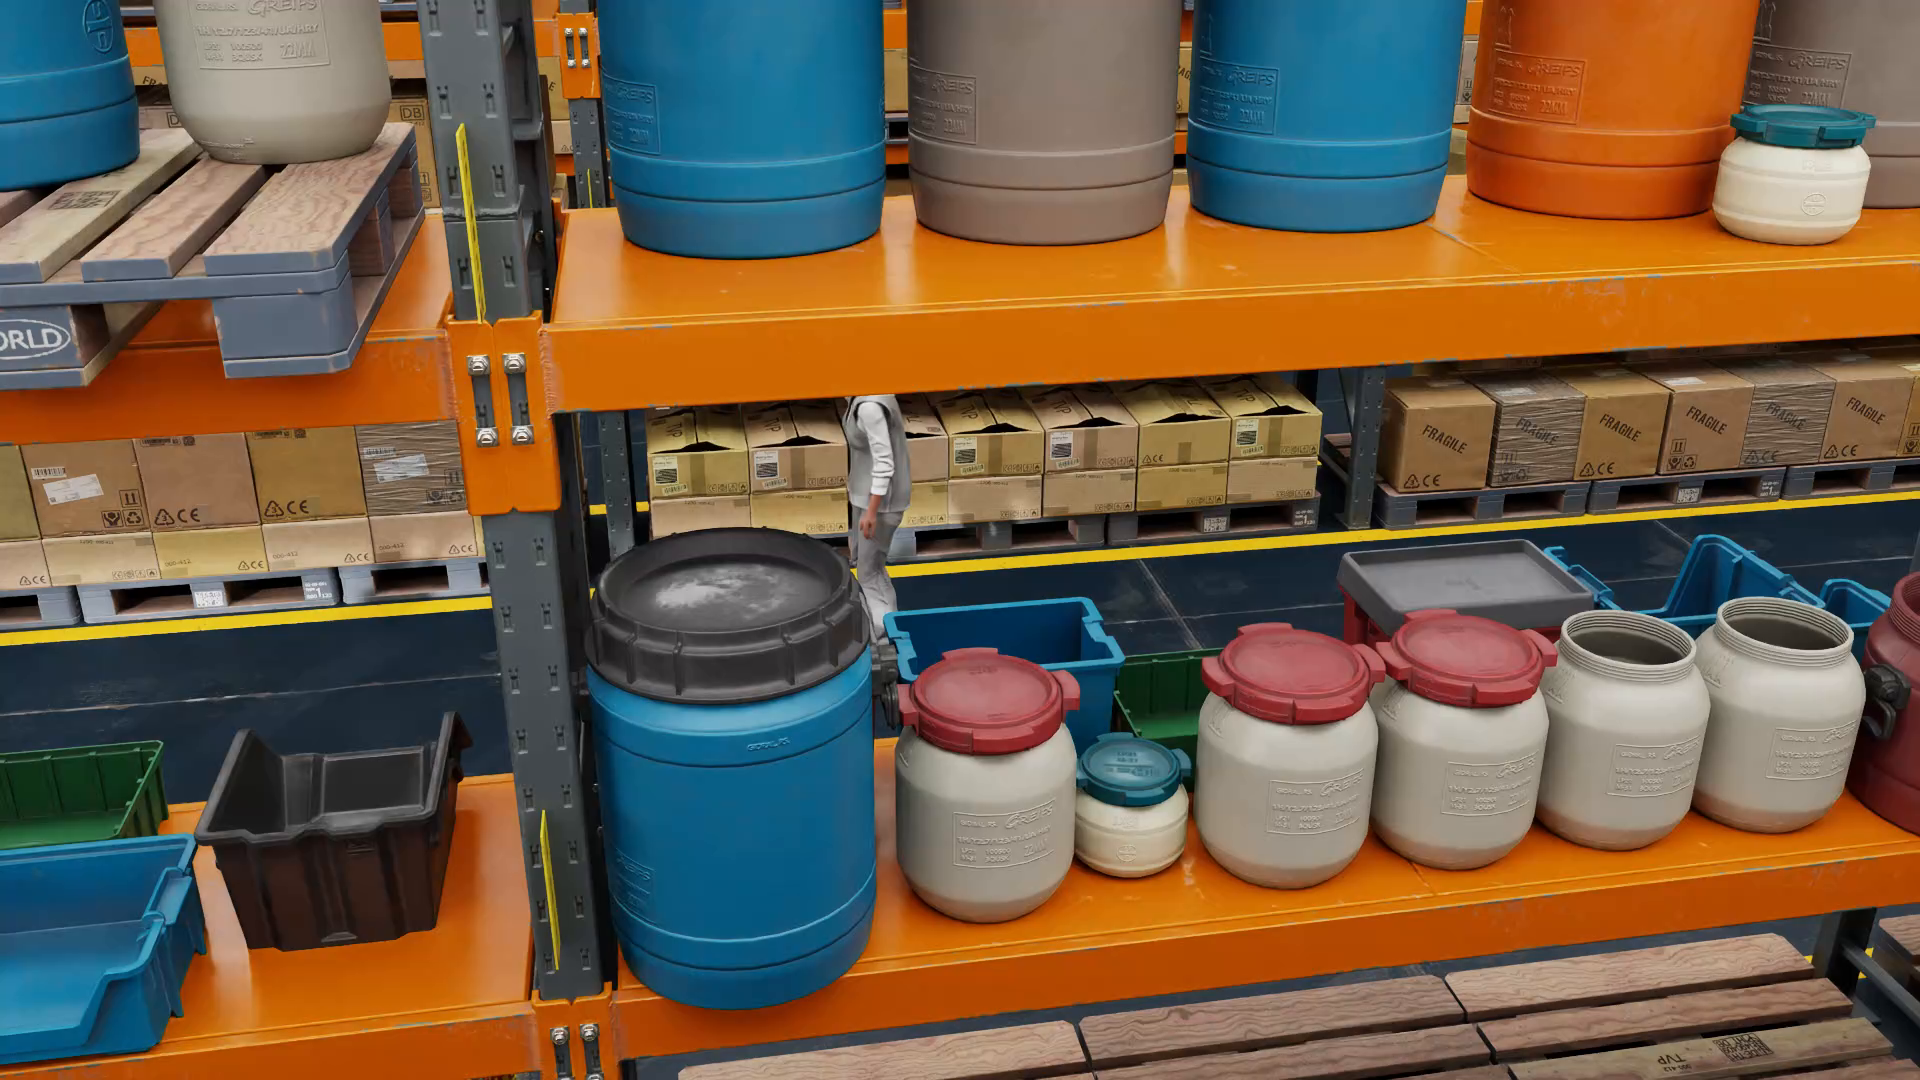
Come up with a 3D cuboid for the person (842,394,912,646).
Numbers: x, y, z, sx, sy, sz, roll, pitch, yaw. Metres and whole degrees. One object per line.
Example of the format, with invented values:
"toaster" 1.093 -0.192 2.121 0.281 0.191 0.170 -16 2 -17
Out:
"person" -0.400 -0.175 7.511 0.347 1.593 0.465 -4 24 -9
